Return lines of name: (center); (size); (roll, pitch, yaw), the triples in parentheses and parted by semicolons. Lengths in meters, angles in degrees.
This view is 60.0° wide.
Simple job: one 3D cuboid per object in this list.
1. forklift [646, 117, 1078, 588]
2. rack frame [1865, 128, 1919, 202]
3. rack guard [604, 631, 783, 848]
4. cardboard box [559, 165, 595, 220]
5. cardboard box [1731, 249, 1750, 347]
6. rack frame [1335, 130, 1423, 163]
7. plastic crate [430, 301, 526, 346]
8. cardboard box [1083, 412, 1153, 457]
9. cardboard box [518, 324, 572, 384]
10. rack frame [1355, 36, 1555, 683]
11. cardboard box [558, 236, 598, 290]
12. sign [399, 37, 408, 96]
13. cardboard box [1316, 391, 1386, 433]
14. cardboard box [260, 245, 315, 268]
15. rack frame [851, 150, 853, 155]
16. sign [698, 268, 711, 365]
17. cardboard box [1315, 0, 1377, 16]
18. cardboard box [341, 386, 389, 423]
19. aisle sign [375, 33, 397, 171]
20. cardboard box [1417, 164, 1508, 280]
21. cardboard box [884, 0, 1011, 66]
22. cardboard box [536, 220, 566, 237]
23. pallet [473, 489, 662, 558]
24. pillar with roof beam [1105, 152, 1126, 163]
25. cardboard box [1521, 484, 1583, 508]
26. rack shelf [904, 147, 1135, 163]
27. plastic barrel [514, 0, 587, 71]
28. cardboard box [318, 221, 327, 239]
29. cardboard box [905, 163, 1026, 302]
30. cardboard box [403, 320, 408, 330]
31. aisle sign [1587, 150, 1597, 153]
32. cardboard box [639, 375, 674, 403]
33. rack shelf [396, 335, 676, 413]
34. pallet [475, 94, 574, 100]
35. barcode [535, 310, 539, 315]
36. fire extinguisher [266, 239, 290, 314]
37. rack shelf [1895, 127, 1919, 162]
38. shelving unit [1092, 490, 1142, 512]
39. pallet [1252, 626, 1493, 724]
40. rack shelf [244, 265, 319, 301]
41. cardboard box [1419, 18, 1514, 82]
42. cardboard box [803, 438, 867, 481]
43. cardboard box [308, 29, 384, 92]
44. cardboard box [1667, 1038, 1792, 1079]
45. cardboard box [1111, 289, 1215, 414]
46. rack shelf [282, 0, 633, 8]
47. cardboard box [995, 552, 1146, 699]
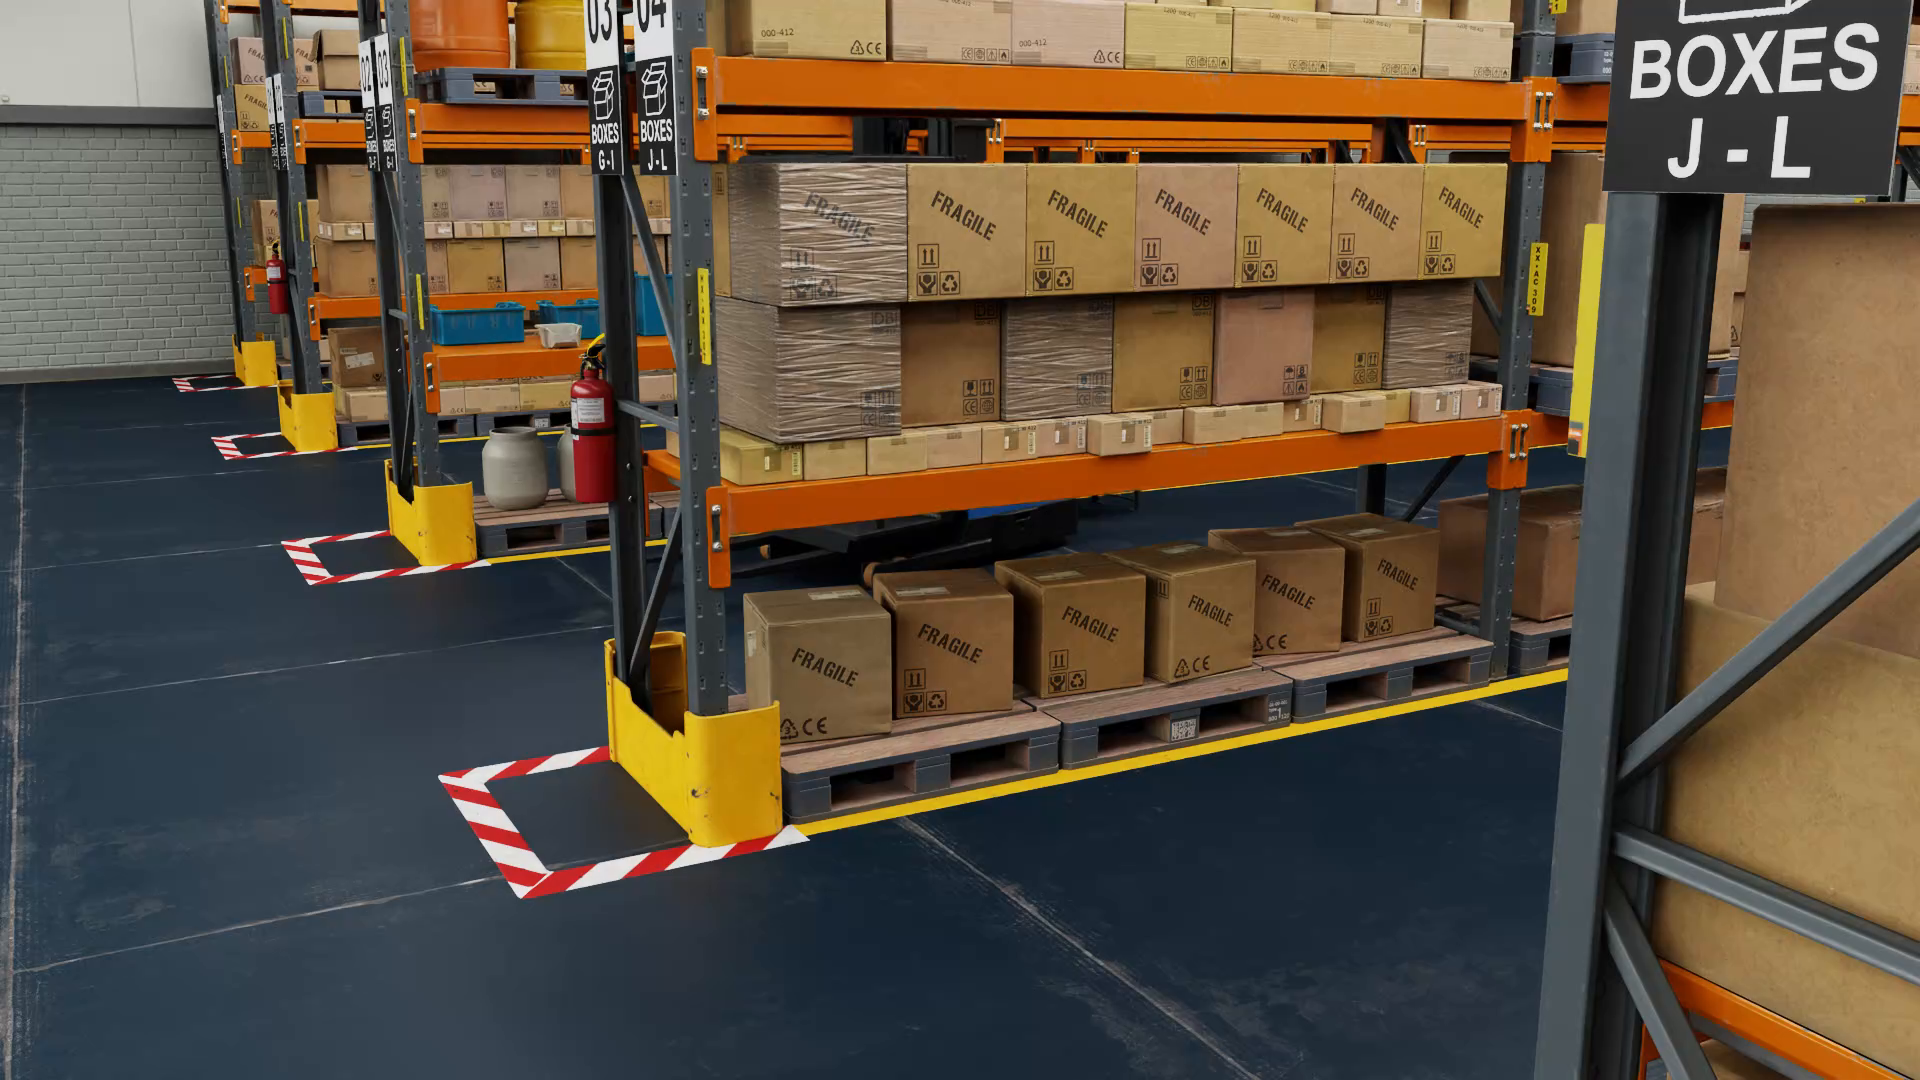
forklift: (-0.631, -1.264, 10.050); (3.031, 2.935, 1.130); (-12, 17, -43)
rack frame: (5.880, -1.294, 10.029); (0.127, 3.000, 1.000); (-7, 14, -28)
rack guard: (-1.075, 0.759, 6.599); (0.348, 0.500, 1.175); (-7, 14, -28)
cardboard box: (-3.644, -3.311, 15.806); (0.500, 0.500, 0.700); (-7, 14, -28)
cardboard box: (3.846, -1.329, 8.991); (0.637, 0.503, 0.797); (-5, 14, -22)
rack frame: (3.507, -2.249, 14.270); (0.127, 3.000, 1.000); (-7, 14, -28)
plastic crate: (-3.219, -1.445, 11.037); (0.616, 0.251, 0.499); (-7, 14, -28)
cardboard box: (0.585, -0.453, 6.864); (0.250, 0.149, 0.380); (-7, 14, -28)
cardboard box: (-3.990, -1.762, 15.706); (0.500, 0.500, 0.500); (-7, 14, -28)
rack frame: (2.369, -0.874, 8.159); (0.127, 3.000, 1.000); (-7, 14, -28)
cardboard box: (-3.663, -2.675, 15.936); (0.500, 0.500, 0.700); (-7, 14, -27)
sign: (-3.255, -2.769, 9.727); (0.005, 0.325, 0.100); (-7, 14, -28)
cardboard box: (1.683, -0.585, 7.448); (0.250, 0.149, 0.380); (-7, 14, -28)
cardboard box: (-7.682, -3.243, 18.984); (0.500, 0.250, 0.500); (-7, 15, -29)
rack frame: (-1.240, -4.158, 22.753); (0.127, 3.000, 1.000); (-7, 14, -28)
sign: (-0.882, -0.771, 5.729); (0.005, 0.325, 0.100); (-7, 14, -28)
cardboard box: (1.535, -2.281, 7.014); (0.250, 0.149, 0.380); (-7, 15, -30)
cardboard box: (-5.308, -1.239, 15.090); (0.500, 0.250, 0.500); (-7, 14, -28)
aisle sign: (-3.438, -2.611, 9.960); (0.004, 0.787, 0.394); (-7, 14, -28)
cardboard box: (2.106, -1.455, 7.559); (0.500, 0.500, 0.500); (-7, 14, -28)
cardboard box: (-0.146, -1.899, 6.226); (0.500, 0.250, 0.500); (-7, 15, -29)
cardboard box: (-3.857, -2.917, 15.532); (0.250, 0.149, 0.380); (-6, 14, -26)
pallet: (-2.755, -0.148, 11.287); (1.213, 0.211, 1.003); (-7, 14, -28)
pillar with roof beam: (4.533, -6.916, 21.346); (0.400, 9.000, 9.100); (-7, 14, -28)
cardboard box: (3.346, 0.024, 8.860); (0.500, 0.500, 0.700); (-7, 14, -28)
rack shelf: (0.515, -5.481, 23.438); (4.000, 0.370, 1.077); (-7, 14, -28)
plastic barrel: (-2.575, -3.312, 10.776); (0.600, 0.588, 0.600); (0, 13, 0)
cardboard box: (-5.641, -2.804, 15.033); (0.250, 0.149, 0.380); (-7, 15, -29)
cardboard box: (-0.086, -1.191, 6.387); (0.500, 0.500, 0.500); (-7, 14, -28)
cardboard box: (-6.443, -2.495, 20.053); (0.500, 0.500, 0.700); (-8, 15, -31)
aisle sign: (8.365, -5.262, 21.737); (0.004, 0.787, 0.394); (-7, 14, -28)
cardboard box: (-3.120, -1.505, 16.270); (0.500, 0.250, 0.500); (-7, 14, -28)
rack shelf: (-1.760, -1.267, 11.544); (4.000, 0.370, 1.077); (-7, 14, -28)
pallet: (-4.180, -3.981, 15.337); (1.213, 0.211, 1.003); (-7, 14, -28)
barcode: (-5.340, -2.878, 21.028); (0.075, 0.075, 0.001); (-7, 14, -28)
fire extinguisher: (-6.212, -2.402, 15.125); (0.183, 0.674, 0.296); (-7, 14, -28)
rack shelf: (7.635, -2.617, 10.713); (4.000, 0.370, 1.077); (-7, 14, -28)
shelving unit: (0.741, -0.730, 11.789); (1.048, 1.125, 0.538); (-9, 16, -36)
pallet: (1.796, 0.564, 8.121); (1.213, 0.211, 1.003); (-7, 14, -28)
rack shelf: (-6.507, -3.176, 20.028); (4.000, 0.370, 1.077); (-7, 14, -28)
cardboard box: (2.094, -2.165, 7.409); (0.500, 0.250, 0.500); (-6, 14, -26)
cardboard box: (-0.549, -0.337, 6.346); (0.250, 0.149, 0.380); (-7, 14, -28)
cardboard box: (-5.379, -4.209, 14.636); (0.637, 0.503, 0.797); (-6, 14, -24)
cardboard box: (1.709, 1.261, 2.555); (0.875, 0.875, 0.875); (-7, 14, -28)
cardboard box: (0.639, -0.870, 7.236); (0.500, 0.500, 0.875); (-7, 14, -28)
rack shelf: (-4.130, -4.953, 15.173); (4.000, 0.370, 1.077); (-7, 14, -28)
cardboard box: (0.481, 0.368, 7.380); (0.500, 0.500, 0.500); (-5, 14, -23)
